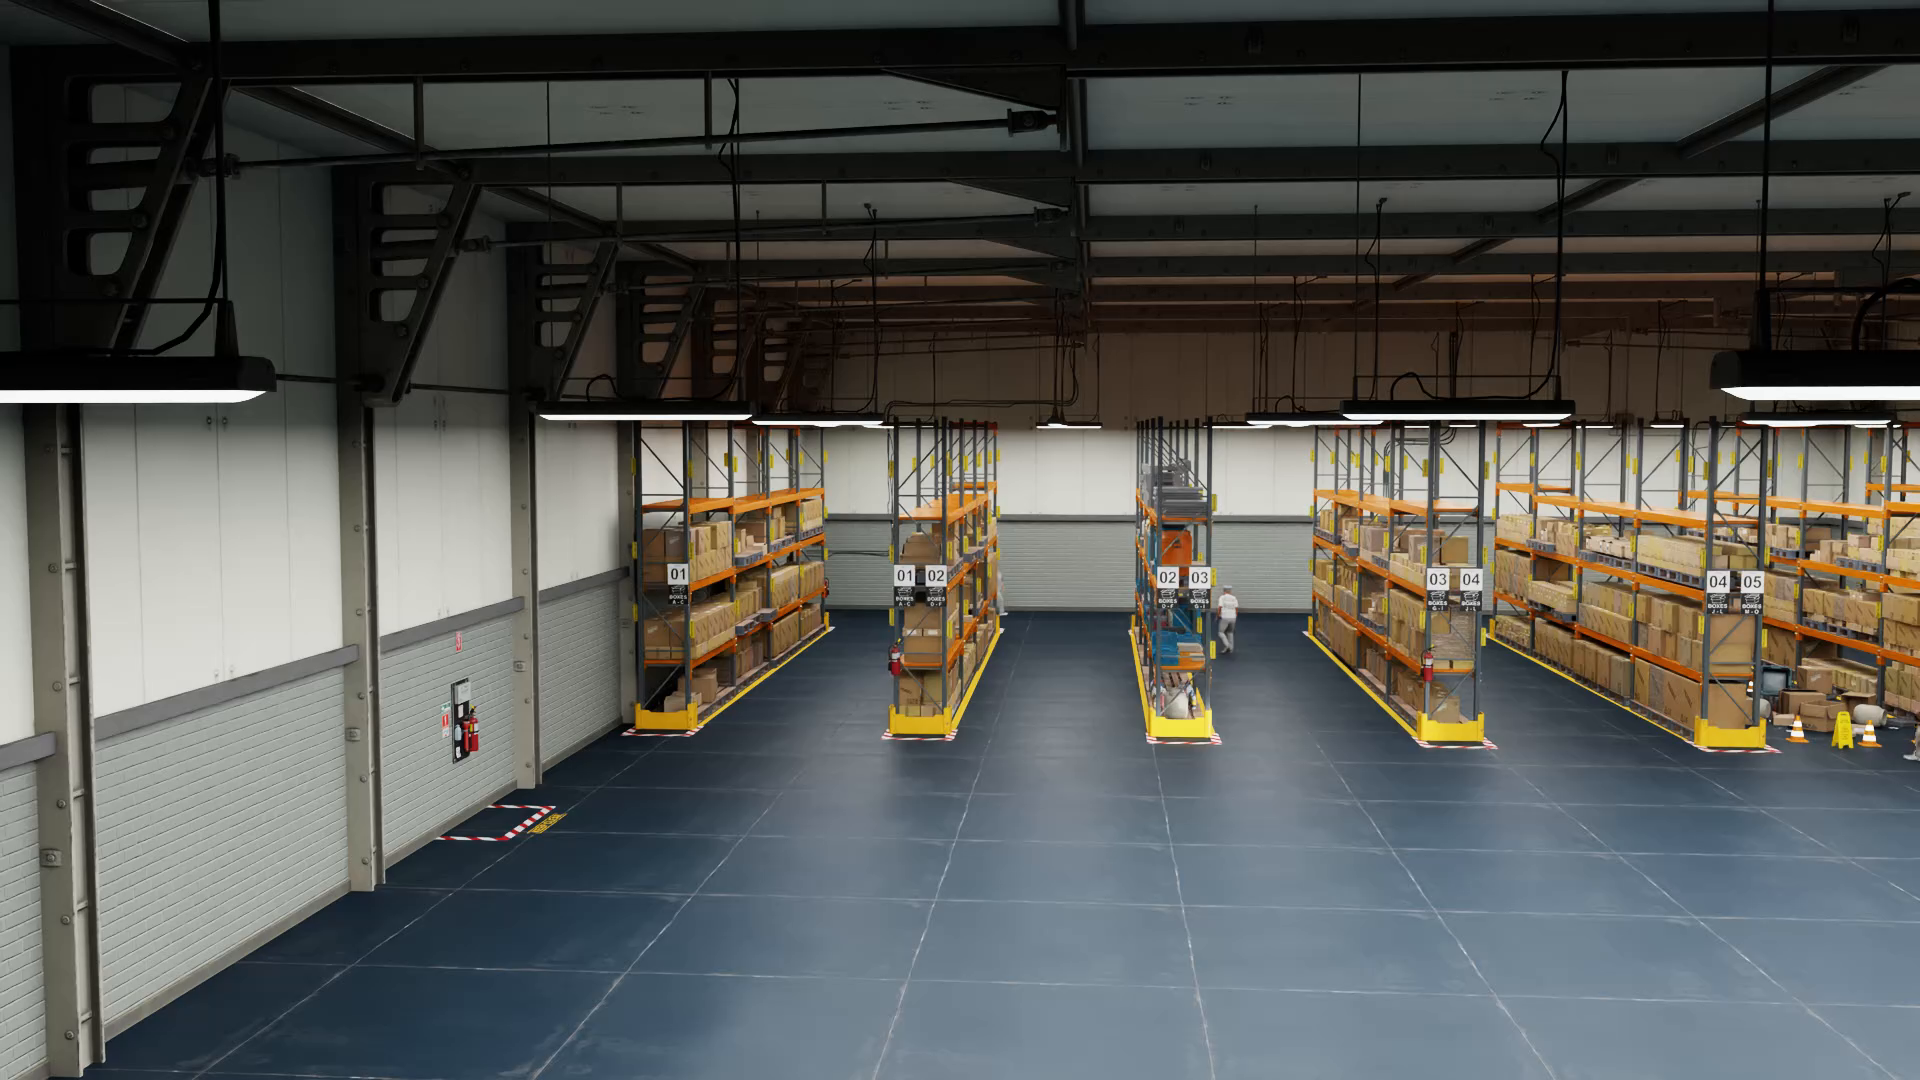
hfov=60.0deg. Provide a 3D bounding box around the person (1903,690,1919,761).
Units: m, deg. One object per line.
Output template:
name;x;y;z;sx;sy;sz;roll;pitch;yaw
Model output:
person;16.885;2.986;28.839;1.019;1.682;0.539;0;4;5

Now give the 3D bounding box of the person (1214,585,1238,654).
person;6.945;2.057;43.039;0.610;1.741;0.606;-1;4;-21

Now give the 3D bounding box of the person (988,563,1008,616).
person;1.090;1.652;51.696;0.944;1.380;0.431;2;4;25
